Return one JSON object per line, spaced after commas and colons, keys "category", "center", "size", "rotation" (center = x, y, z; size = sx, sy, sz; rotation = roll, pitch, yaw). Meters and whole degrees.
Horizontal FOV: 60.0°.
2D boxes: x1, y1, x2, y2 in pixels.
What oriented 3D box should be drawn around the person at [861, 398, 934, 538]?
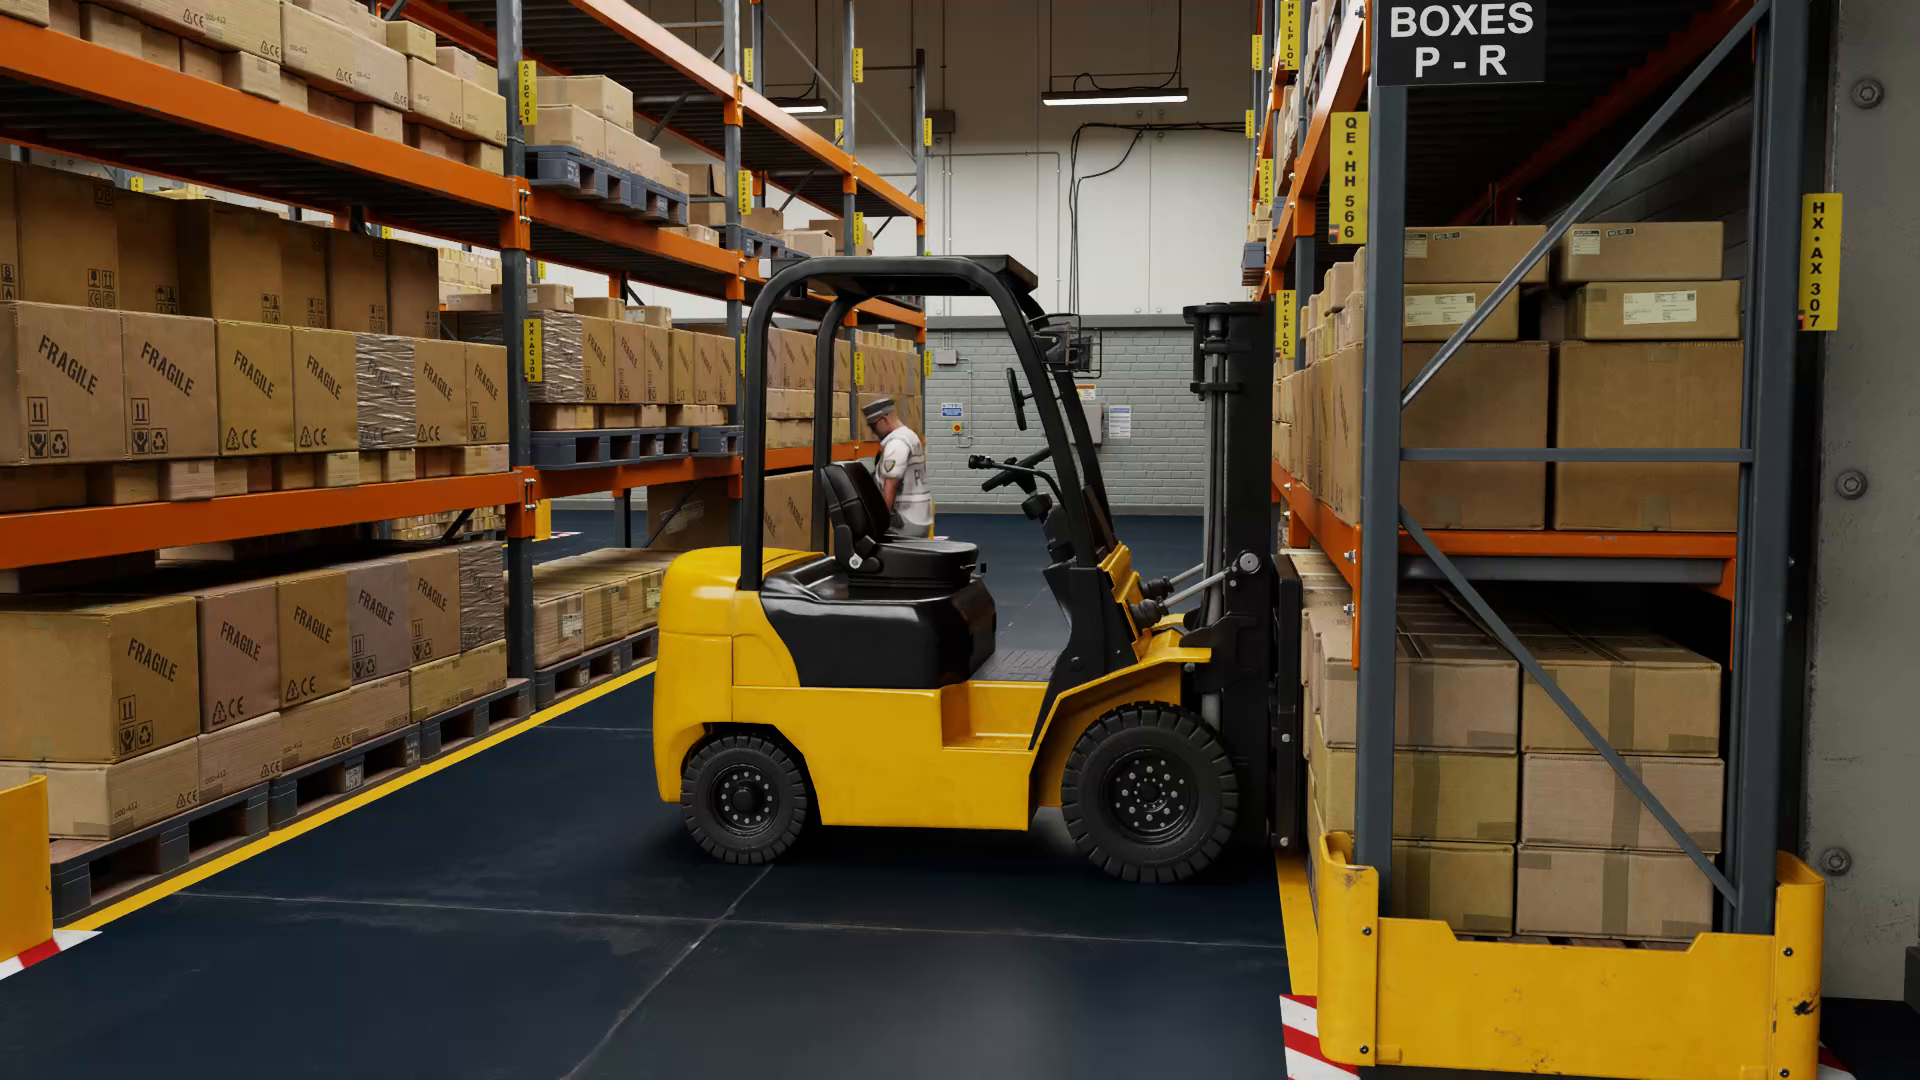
{"category": "person", "center": [-0.425, -0.092, 11.137], "size": [0.475, 1.710, 0.553], "rotation": [1, 5, 10]}
